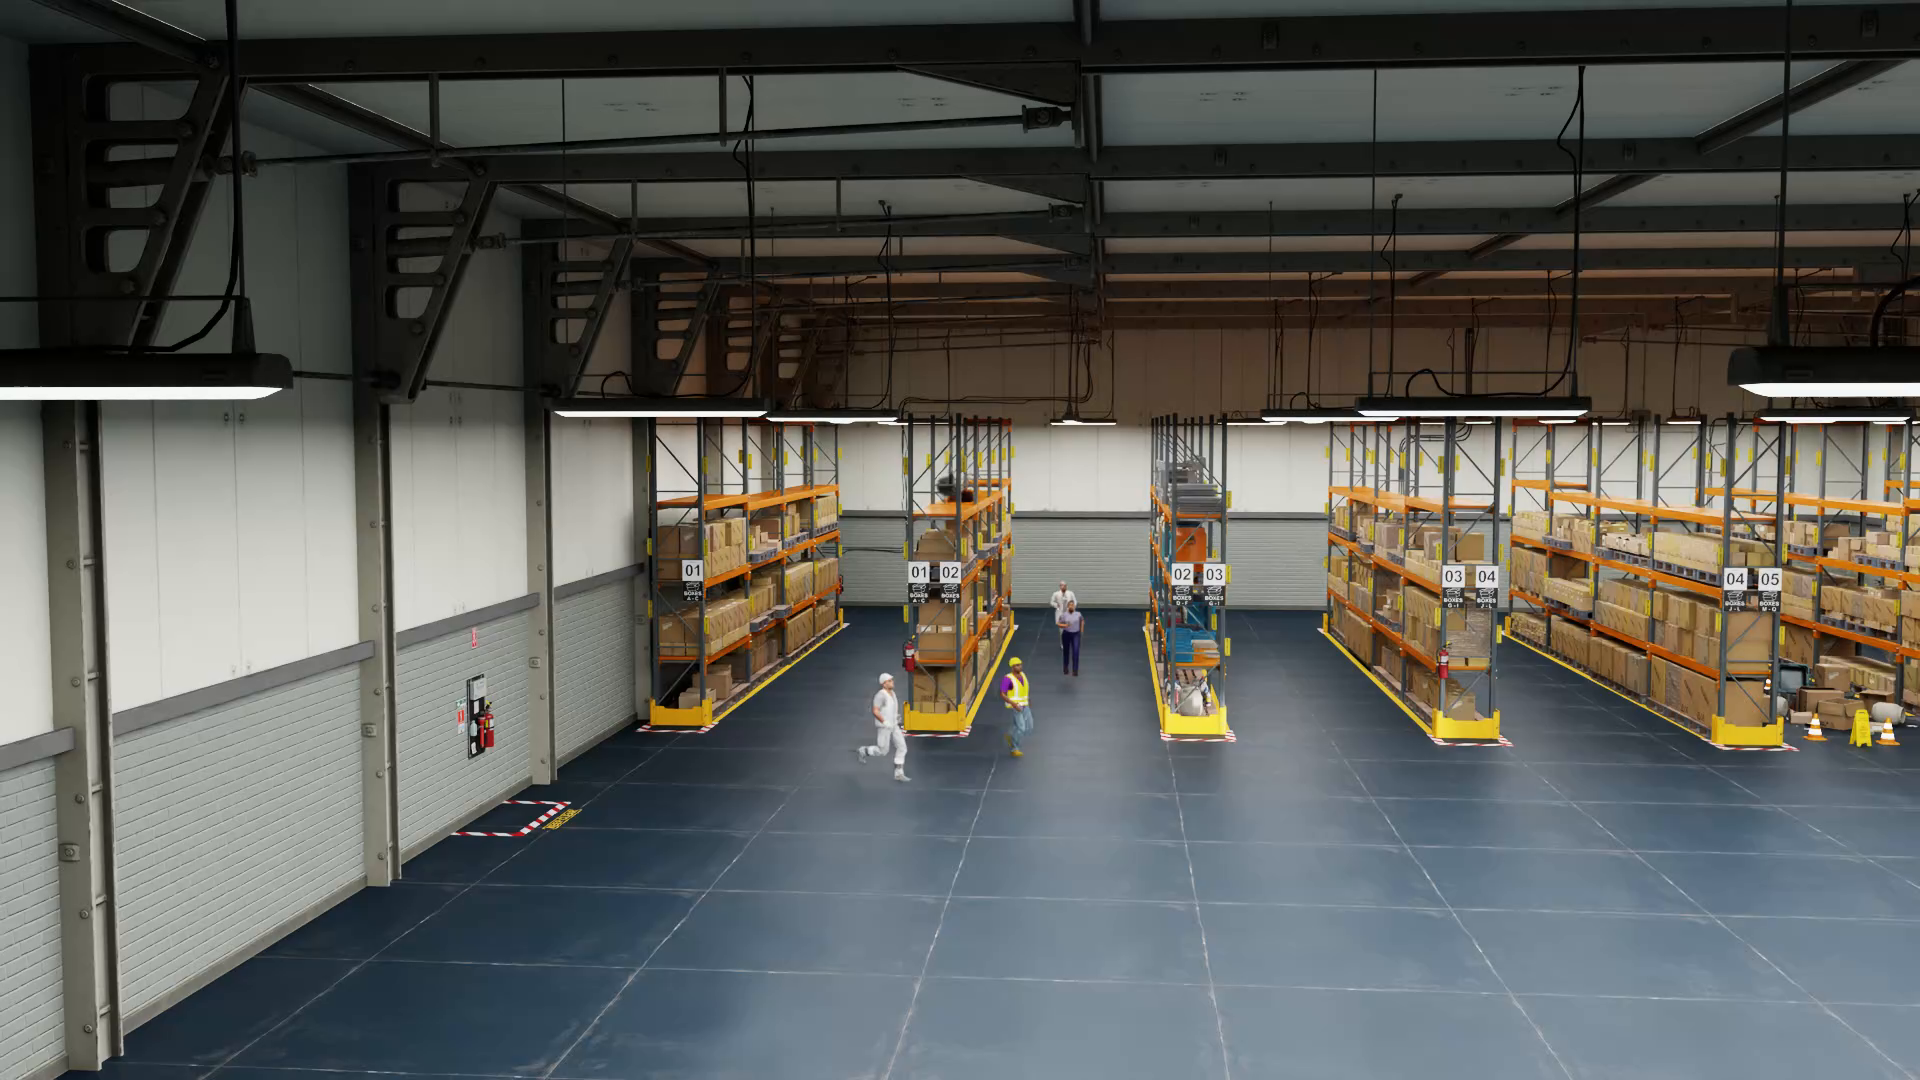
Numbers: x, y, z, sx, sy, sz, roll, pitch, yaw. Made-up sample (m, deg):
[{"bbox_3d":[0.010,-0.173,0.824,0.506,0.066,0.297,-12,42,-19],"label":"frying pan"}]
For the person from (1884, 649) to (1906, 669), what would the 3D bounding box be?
[{"bbox_3d":[21.889,2.243,38.791,0.681,1.767,0.749,0,4,3],"label":"person"}]

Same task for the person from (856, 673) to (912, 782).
[{"bbox_3d":[-1.225,3.043,27.113,0.962,1.753,0.645,2,4,30],"label":"person"}]

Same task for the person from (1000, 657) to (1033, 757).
[{"bbox_3d":[0.991,2.908,29.077,0.541,1.728,0.700,3,5,42],"label":"person"}]

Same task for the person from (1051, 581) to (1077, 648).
[{"bbox_3d":[2.703,1.948,43.048,0.698,1.735,0.633,0,4,-3],"label":"person"}]

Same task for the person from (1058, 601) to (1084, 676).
[{"bbox_3d":[2.465,2.183,36.857,0.607,1.681,0.910,0,4,1],"label":"person"}]
